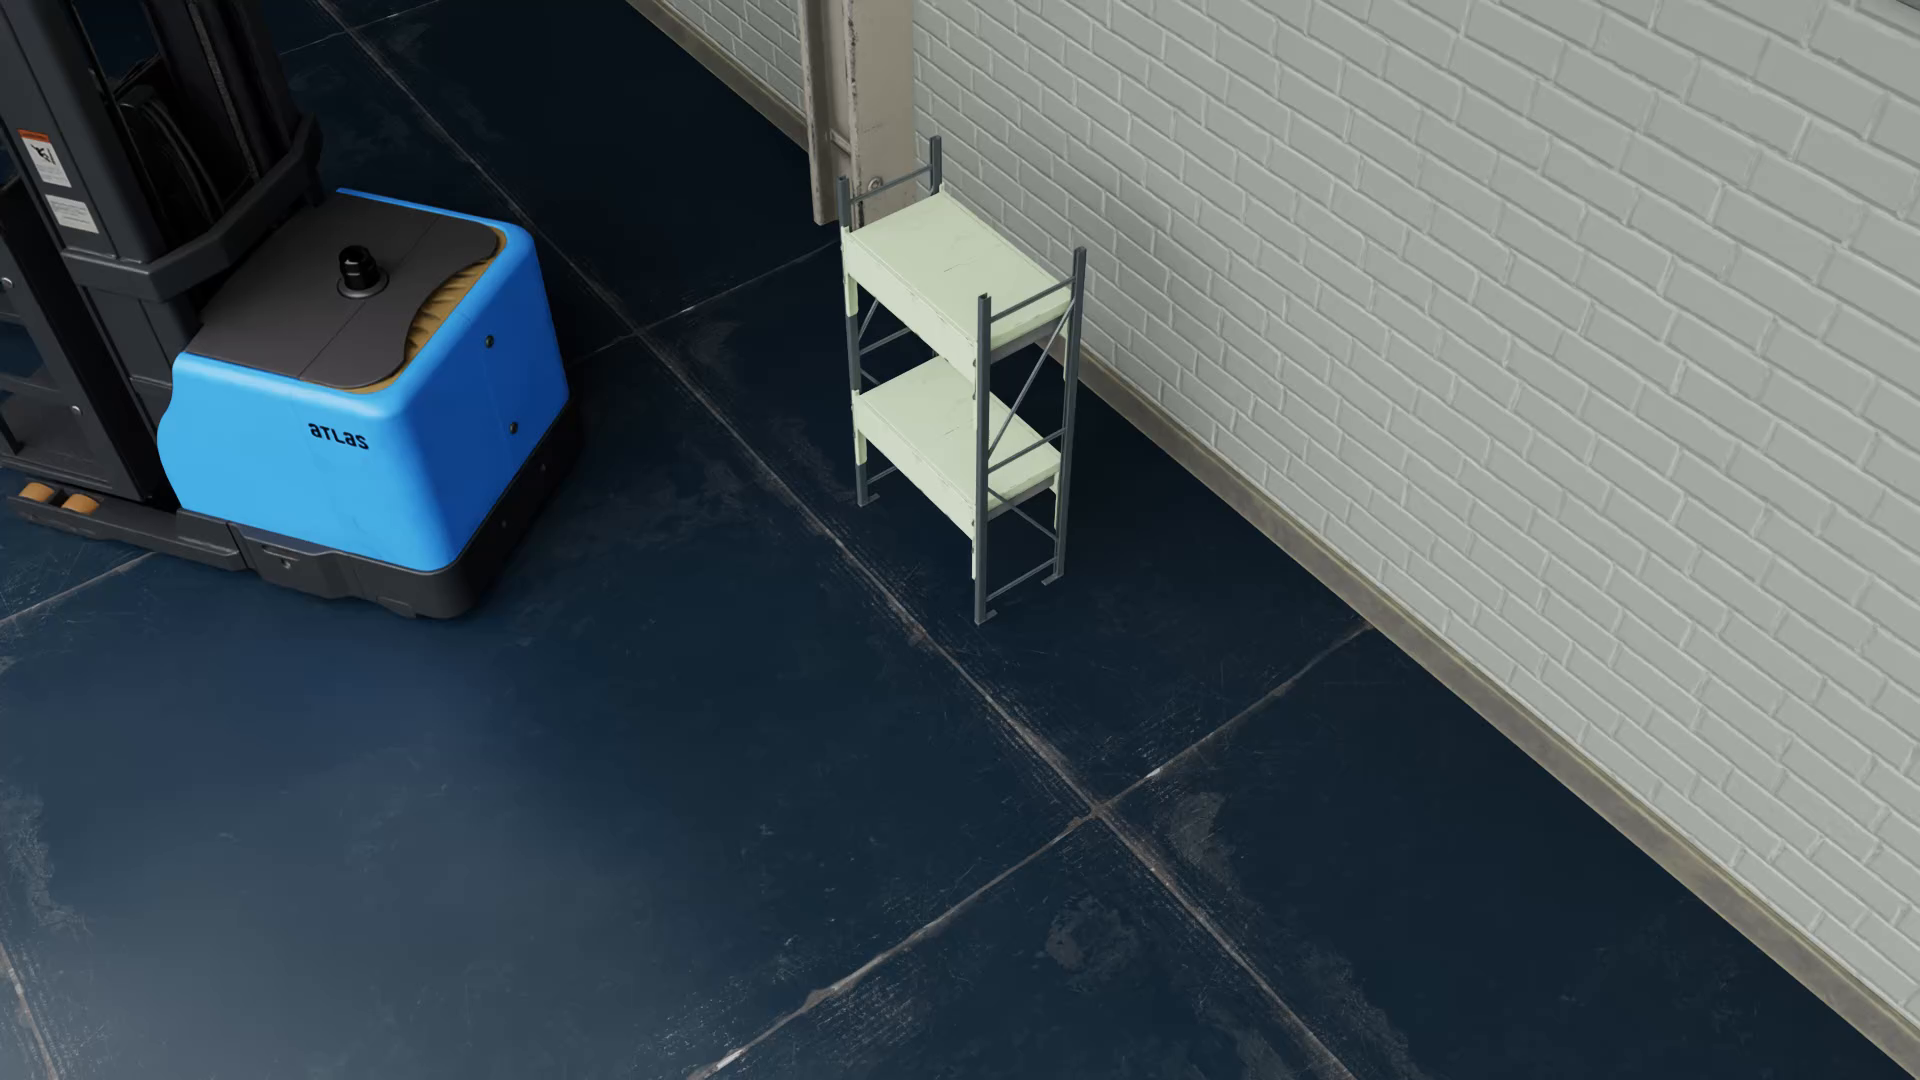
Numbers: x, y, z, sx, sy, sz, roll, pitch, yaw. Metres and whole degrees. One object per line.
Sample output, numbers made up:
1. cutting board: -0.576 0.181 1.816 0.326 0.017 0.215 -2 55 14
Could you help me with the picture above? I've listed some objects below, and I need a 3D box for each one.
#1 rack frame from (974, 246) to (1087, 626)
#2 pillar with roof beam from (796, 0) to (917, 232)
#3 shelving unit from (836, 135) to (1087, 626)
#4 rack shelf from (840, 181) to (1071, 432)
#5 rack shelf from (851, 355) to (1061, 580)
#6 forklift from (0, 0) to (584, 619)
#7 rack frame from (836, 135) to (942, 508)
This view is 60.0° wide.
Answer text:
1. rack frame: 0.218 -0.292 5.502 0.400 1.500 0.023 -29 54 -24
2. pillar with roof beam: -3.852 -2.502 2.444 9.100 9.000 0.400 -29 54 -24
3. shelving unit: -0.004 -0.508 5.698 0.431 1.500 0.755 -29 54 -24
4. rack shelf: -0.004 -0.770 5.409 0.431 0.370 0.720 -29 54 -24
5. rack shelf: -0.004 -0.289 5.939 0.431 0.370 0.720 -29 54 -24
6. forklift: -3.045 -1.353 5.498 3.031 2.935 1.130 14 49 12
7. rack frame: -0.226 -0.723 5.894 0.400 1.500 0.023 -29 54 -24
